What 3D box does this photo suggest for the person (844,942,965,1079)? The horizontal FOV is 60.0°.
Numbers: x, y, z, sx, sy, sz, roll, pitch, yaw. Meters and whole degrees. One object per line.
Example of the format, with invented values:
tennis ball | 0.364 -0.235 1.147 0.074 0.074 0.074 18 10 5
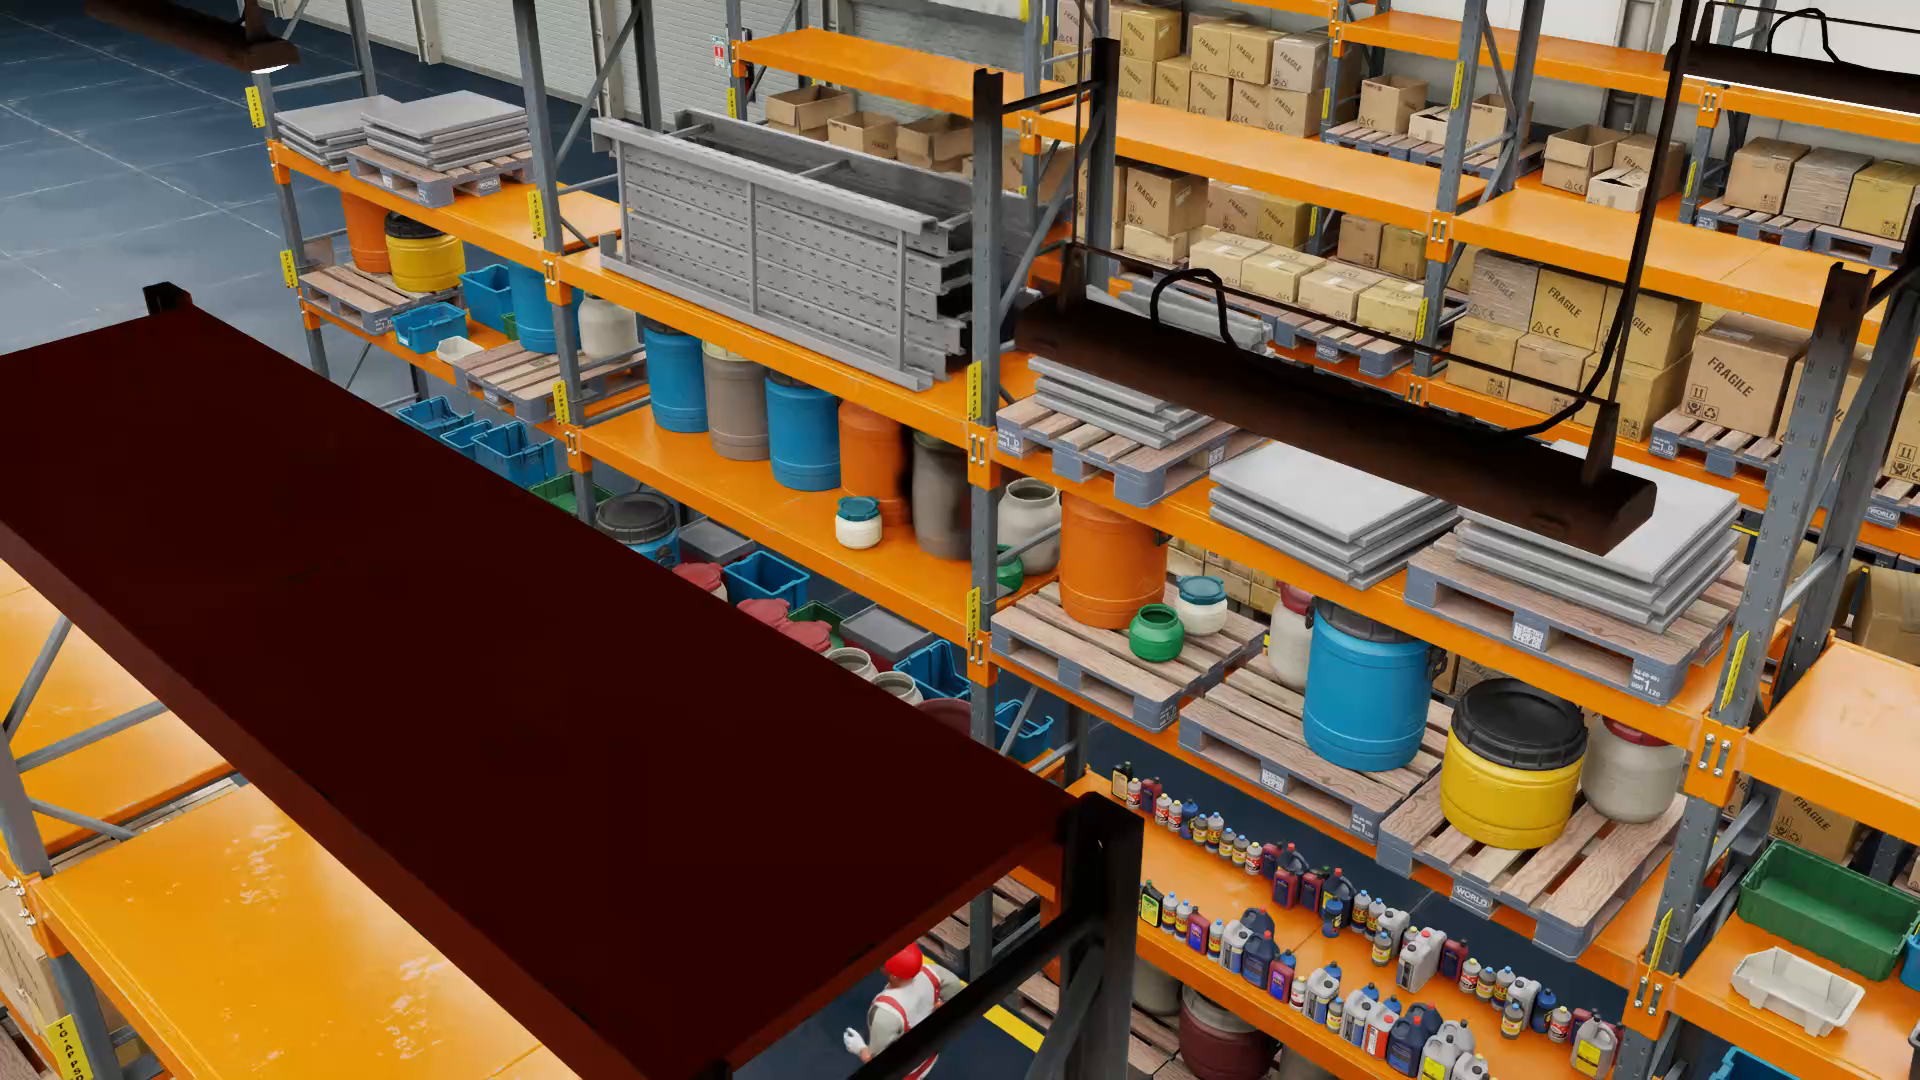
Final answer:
person | -0.307 2.797 8.904 0.815 1.779 0.686 18 34 29
